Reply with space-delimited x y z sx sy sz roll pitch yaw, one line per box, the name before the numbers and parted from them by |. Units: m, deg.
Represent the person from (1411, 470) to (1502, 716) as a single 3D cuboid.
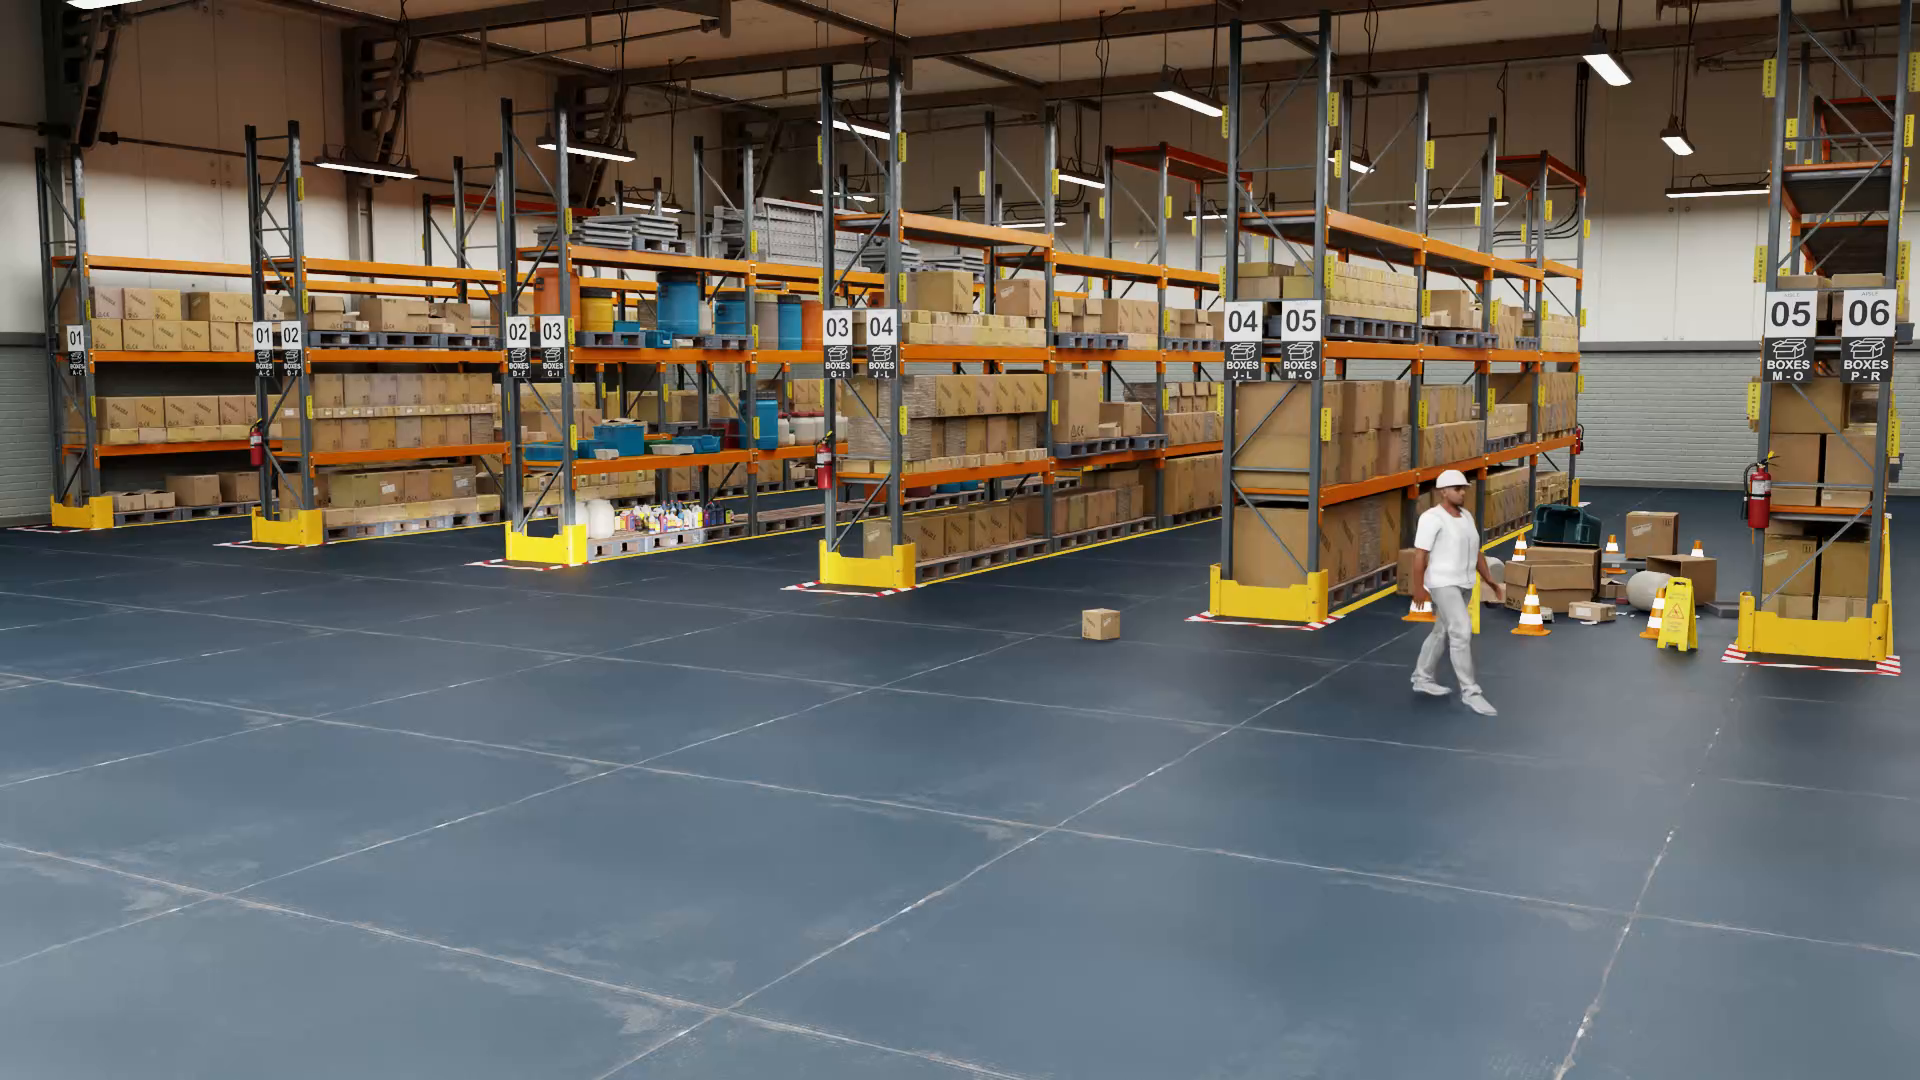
person | 3.767 0.362 12.473 0.590 1.772 0.844 -5 8 -40
